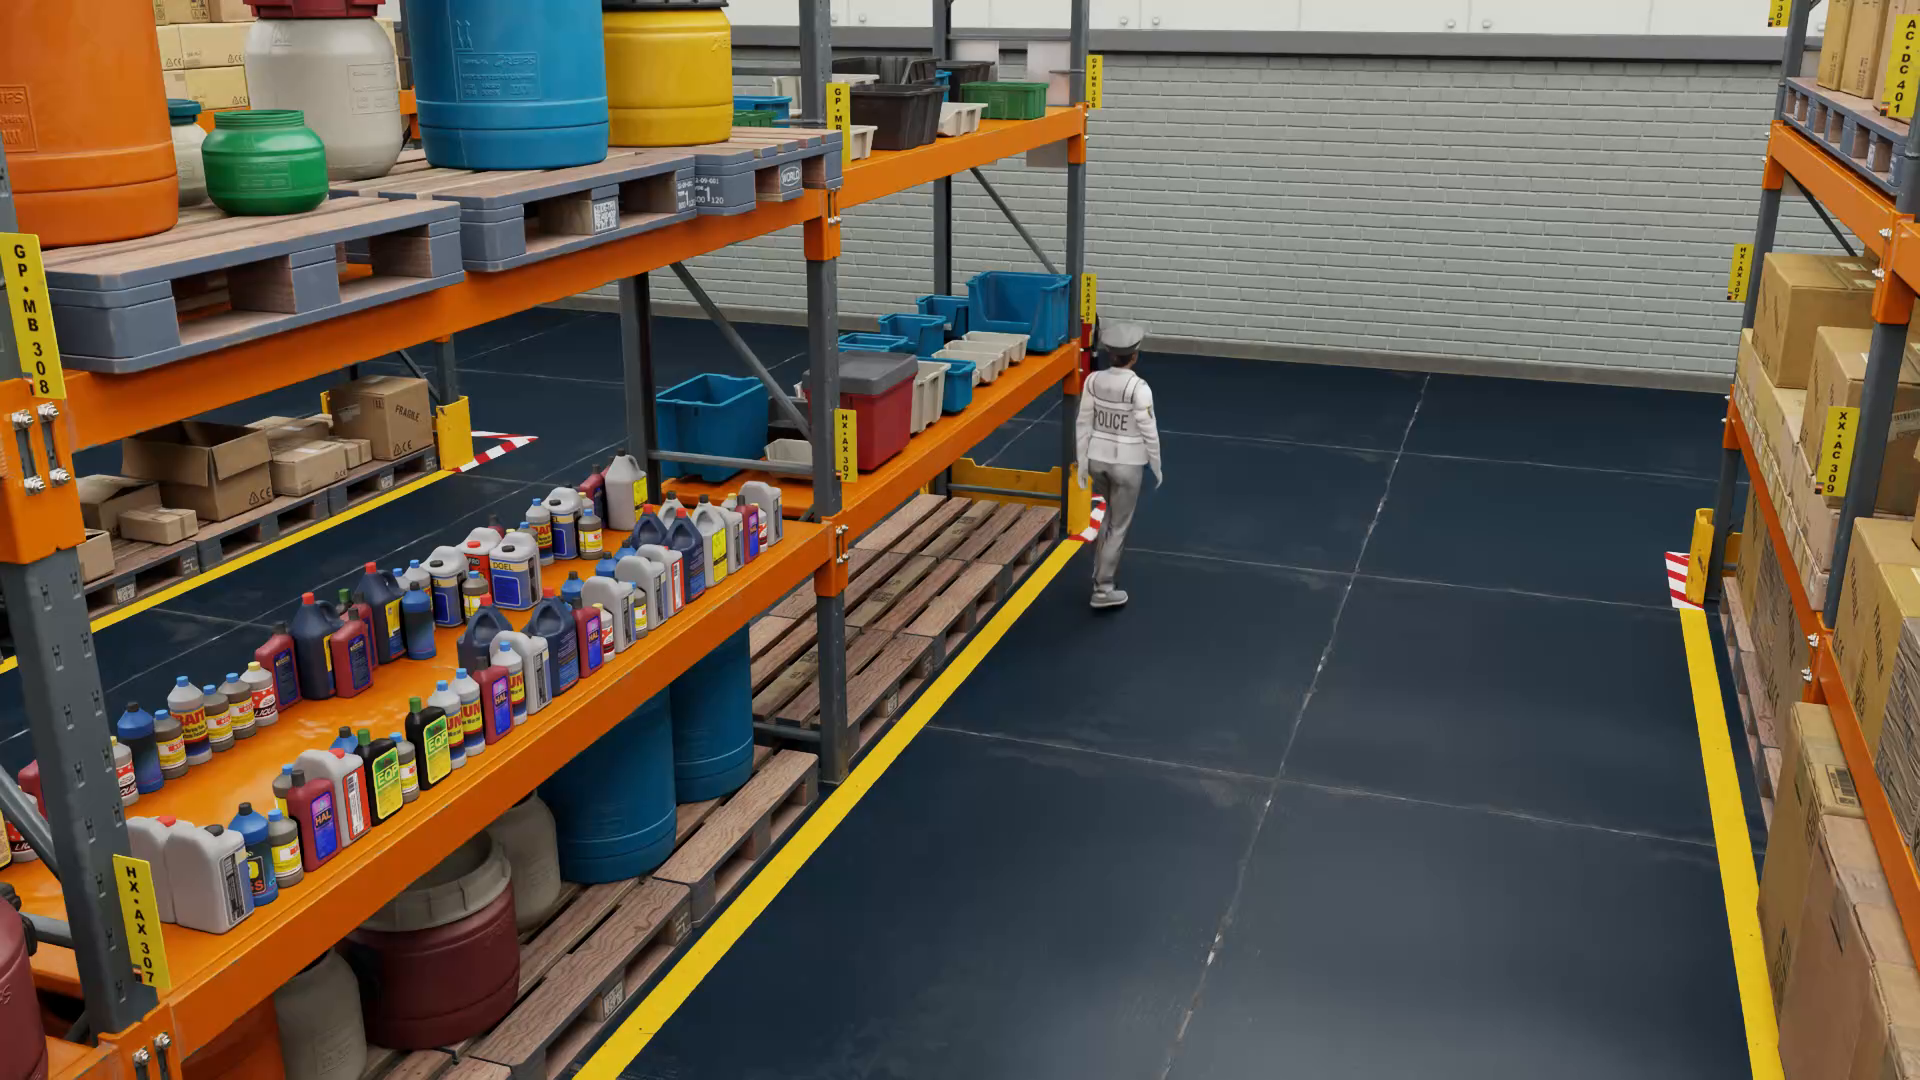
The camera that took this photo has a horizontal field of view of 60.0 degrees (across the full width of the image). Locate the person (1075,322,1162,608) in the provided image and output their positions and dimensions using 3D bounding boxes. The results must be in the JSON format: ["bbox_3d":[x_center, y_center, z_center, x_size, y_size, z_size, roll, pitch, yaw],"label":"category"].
[{"bbox_3d":[0.931,-0.411,9.741,0.495,1.733,0.481,17,25,40],"label":"person"}]
